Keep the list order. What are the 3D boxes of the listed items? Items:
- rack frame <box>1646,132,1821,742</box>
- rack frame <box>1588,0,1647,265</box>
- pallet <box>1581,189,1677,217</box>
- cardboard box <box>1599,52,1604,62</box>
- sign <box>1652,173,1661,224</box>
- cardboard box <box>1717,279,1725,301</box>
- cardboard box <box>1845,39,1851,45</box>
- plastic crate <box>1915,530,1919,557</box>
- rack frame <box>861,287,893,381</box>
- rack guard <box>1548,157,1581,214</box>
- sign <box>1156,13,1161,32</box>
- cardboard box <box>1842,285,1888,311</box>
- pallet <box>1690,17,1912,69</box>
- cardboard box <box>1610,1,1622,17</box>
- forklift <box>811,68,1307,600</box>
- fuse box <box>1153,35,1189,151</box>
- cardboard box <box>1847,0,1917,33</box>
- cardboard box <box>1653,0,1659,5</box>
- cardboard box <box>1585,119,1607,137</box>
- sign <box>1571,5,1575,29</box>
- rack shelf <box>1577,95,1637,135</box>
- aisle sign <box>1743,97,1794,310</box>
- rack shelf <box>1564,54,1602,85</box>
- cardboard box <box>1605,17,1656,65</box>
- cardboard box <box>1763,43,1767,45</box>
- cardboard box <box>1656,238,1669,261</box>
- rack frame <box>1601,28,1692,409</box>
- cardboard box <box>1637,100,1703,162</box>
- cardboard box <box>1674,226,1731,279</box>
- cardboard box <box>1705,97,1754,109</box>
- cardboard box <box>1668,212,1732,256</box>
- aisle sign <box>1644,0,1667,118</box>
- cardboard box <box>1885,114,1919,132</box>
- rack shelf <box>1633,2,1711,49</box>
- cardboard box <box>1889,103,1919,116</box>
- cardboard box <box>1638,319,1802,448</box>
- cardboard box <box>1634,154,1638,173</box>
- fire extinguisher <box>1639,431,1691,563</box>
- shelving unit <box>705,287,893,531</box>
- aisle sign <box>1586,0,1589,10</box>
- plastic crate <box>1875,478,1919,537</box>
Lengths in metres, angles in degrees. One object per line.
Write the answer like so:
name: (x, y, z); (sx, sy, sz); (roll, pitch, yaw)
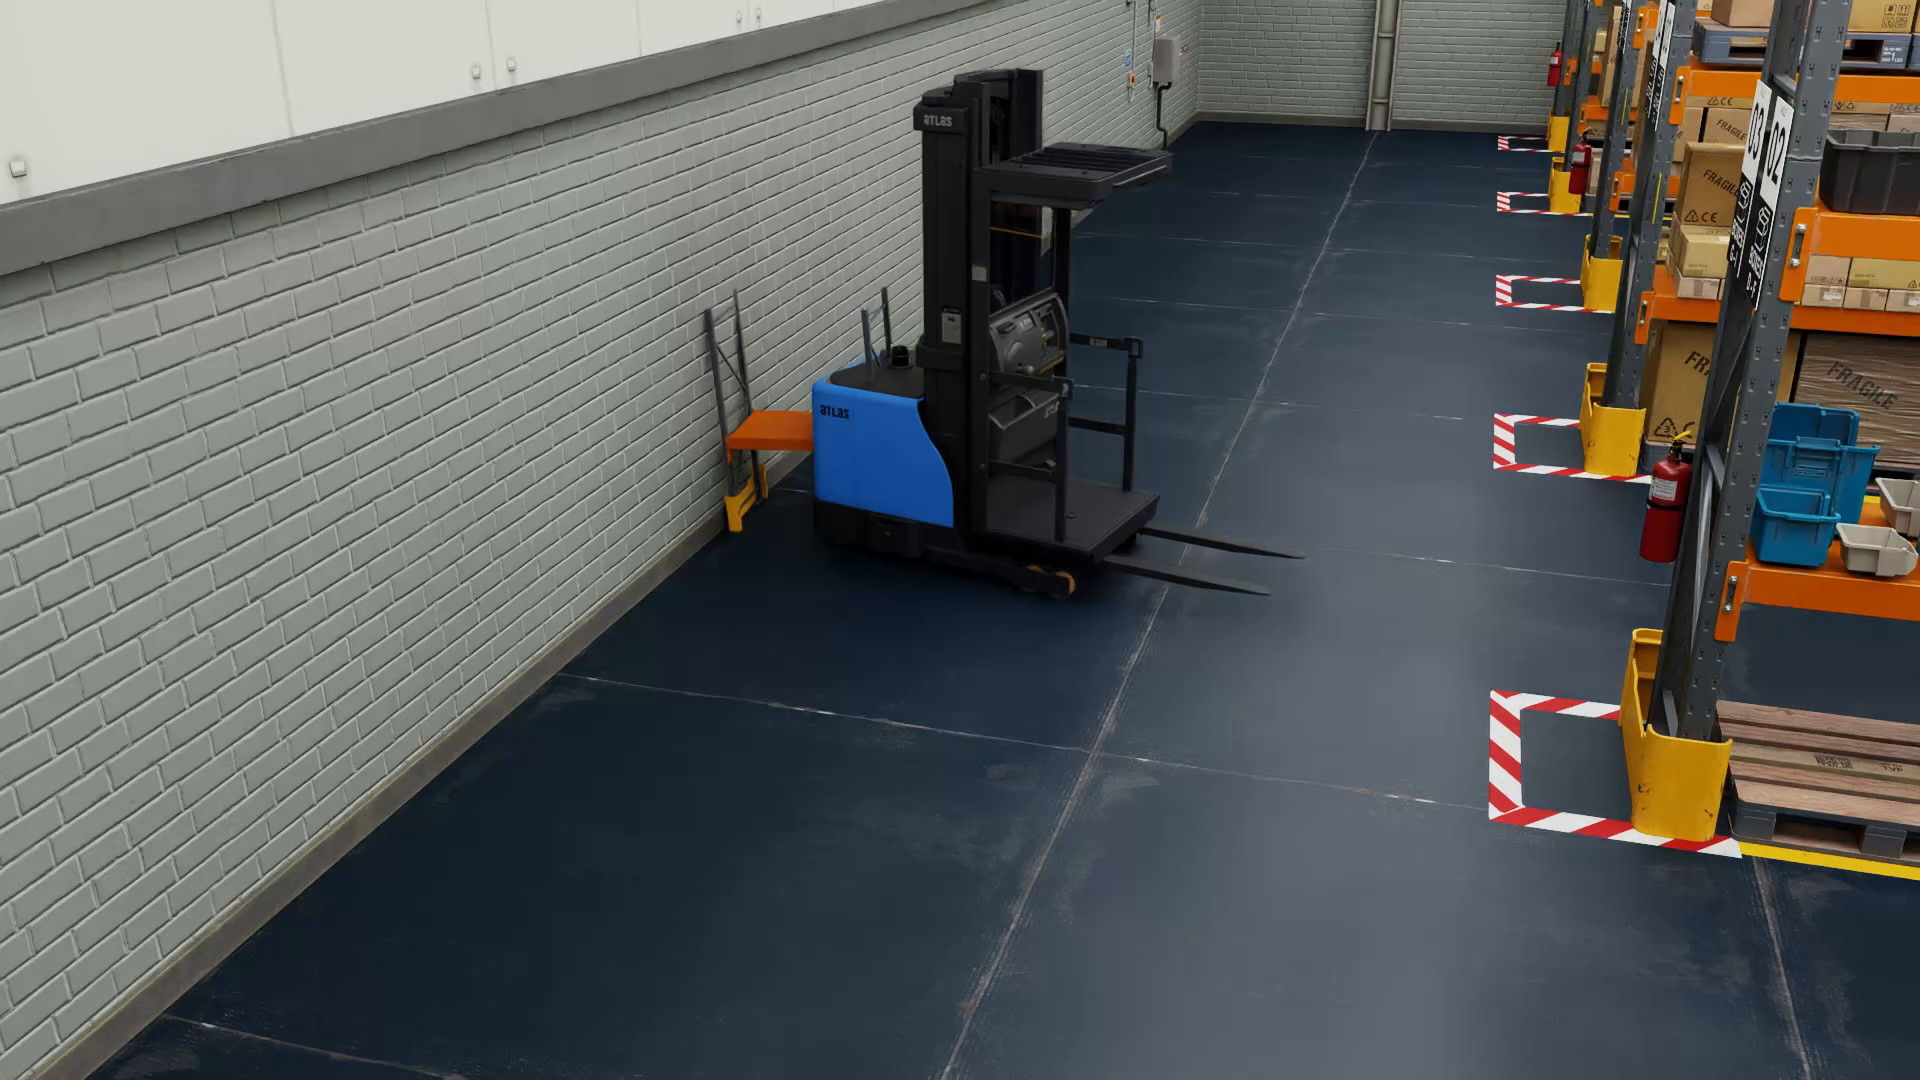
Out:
rack frame: (3.410, -0.257, 7.443); (0.127, 3.000, 1.000); (7, 23, 16)
rack frame: (6.370, -3.847, 16.197); (0.127, 3.000, 1.000); (7, 23, 16)
pallet: (8.491, -4.307, 20.993); (1.213, 0.211, 1.003); (7, 23, 16)
cardboard box: (9.626, -7.198, 24.696); (0.250, 0.149, 0.380); (7, 23, 17)
sign: (4.675, -2.292, 11.161); (0.005, 0.325, 0.100); (7, 23, 16)
cardboard box: (5.331, -1.754, 11.424); (0.250, 0.149, 0.380); (6, 23, 15)
cardboard box: (10.518, -5.737, 19.355); (0.500, 0.500, 0.500); (6, 23, 15)
plastic crate: (4.182, 0.012, 6.930); (0.300, 0.233, 0.416); (7, 23, 16)
rack frame: (-0.481, -0.819, 10.636); (0.032, 1.500, 0.500); (2, 25, 14)
rack guard: (7.680, -4.503, 21.089); (0.348, 0.500, 1.175); (7, 23, 16)
sign: (2.830, -7.398, 23.766); (0.001, 0.242, 0.339); (7, 23, 16)
cardboard box: (6.070, -1.669, 11.218); (0.250, 0.149, 0.380); (6, 23, 14)
pallet: (5.554, -3.326, 11.089); (1.213, 0.211, 1.003); (7, 23, 15)
cardboard box: (8.105, -6.499, 20.358); (0.250, 0.149, 0.380); (7, 23, 16)
forklift: (0.597, -1.230, 9.907); (3.031, 2.935, 1.130); (12, 25, 27)
fuse box: (3.045, -6.418, 24.161); (0.414, 1.711, 0.539); (7, 23, 16)
cardboard box: (5.858, -3.588, 10.795); (0.500, 0.500, 0.700); (6, 23, 14)
cardboard box: (6.882, -5.212, 15.769); (0.500, 0.250, 0.500); (6, 23, 14)
cardboard box: (9.692, -6.399, 25.153); (0.637, 0.503, 0.797); (6, 23, 13)
sign: (8.977, -7.664, 24.361); (0.005, 0.325, 0.100); (7, 23, 16)
rack shelf: (9.618, -5.105, 20.210); (4.000, 0.370, 1.077); (7, 23, 16)
aisle sign: (3.255, -1.359, 6.706); (0.004, 0.787, 0.394); (7, 23, 16)
rack shelf: (11.048, -6.909, 24.608); (4.000, 0.370, 1.077); (7, 23, 16)
cardboard box: (8.081, -6.010, 20.019); (0.500, 0.500, 0.500); (6, 23, 14)
cardboard box: (7.866, -4.425, 15.763); (0.500, 0.500, 0.500); (8, 24, 18)
cardboard box: (6.774, -2.817, 16.104); (0.250, 0.149, 0.380); (5, 23, 13)
rack frame: (4.841, -2.056, 11.831); (0.127, 3.000, 1.000); (7, 23, 16)
cardboard box: (6.720, -3.882, 15.757); (0.500, 0.500, 0.500); (8, 24, 18)
cardboard box: (5.222, -1.974, 11.435); (0.500, 0.250, 0.500); (6, 23, 14)
cardboard box: (7.208, -4.295, 15.447); (0.500, 0.500, 0.500); (7, 23, 17)
cardboard box: (5.381, -2.168, 11.908); (0.500, 0.250, 0.500); (6, 23, 15)
aisle sign: (4.858, -3.376, 11.622); (0.004, 0.787, 0.394); (7, 23, 16)
cardboard box: (8.682, -3.655, 15.205); (0.500, 0.500, 0.500); (6, 23, 15)
rack shelf: (8.285, -4.683, 15.230); (4.000, 0.370, 1.077); (7, 23, 16)
cardboard box: (8.689, -4.125, 15.031); (0.500, 0.500, 0.500); (7, 23, 17)
cardboard box: (5.477, -1.226, 12.054); (0.875, 0.875, 0.875); (7, 23, 16)
cardboard box: (6.586, -3.576, 15.868); (0.250, 0.149, 0.380); (6, 23, 15)
fire extinguisher: (3.397, -0.230, 7.972); (0.183, 0.674, 0.296); (7, 23, 16)
shelving unit: (-0.984, -0.837, 10.758); (1.083, 1.500, 0.587); (2, 25, 14)
aisle sign: (7.551, -6.762, 19.877); (0.004, 0.787, 0.394); (7, 23, 16)
plastic crate: (4.243, -0.139, 7.424); (0.243, 0.136, 0.396); (7, 23, 16)
